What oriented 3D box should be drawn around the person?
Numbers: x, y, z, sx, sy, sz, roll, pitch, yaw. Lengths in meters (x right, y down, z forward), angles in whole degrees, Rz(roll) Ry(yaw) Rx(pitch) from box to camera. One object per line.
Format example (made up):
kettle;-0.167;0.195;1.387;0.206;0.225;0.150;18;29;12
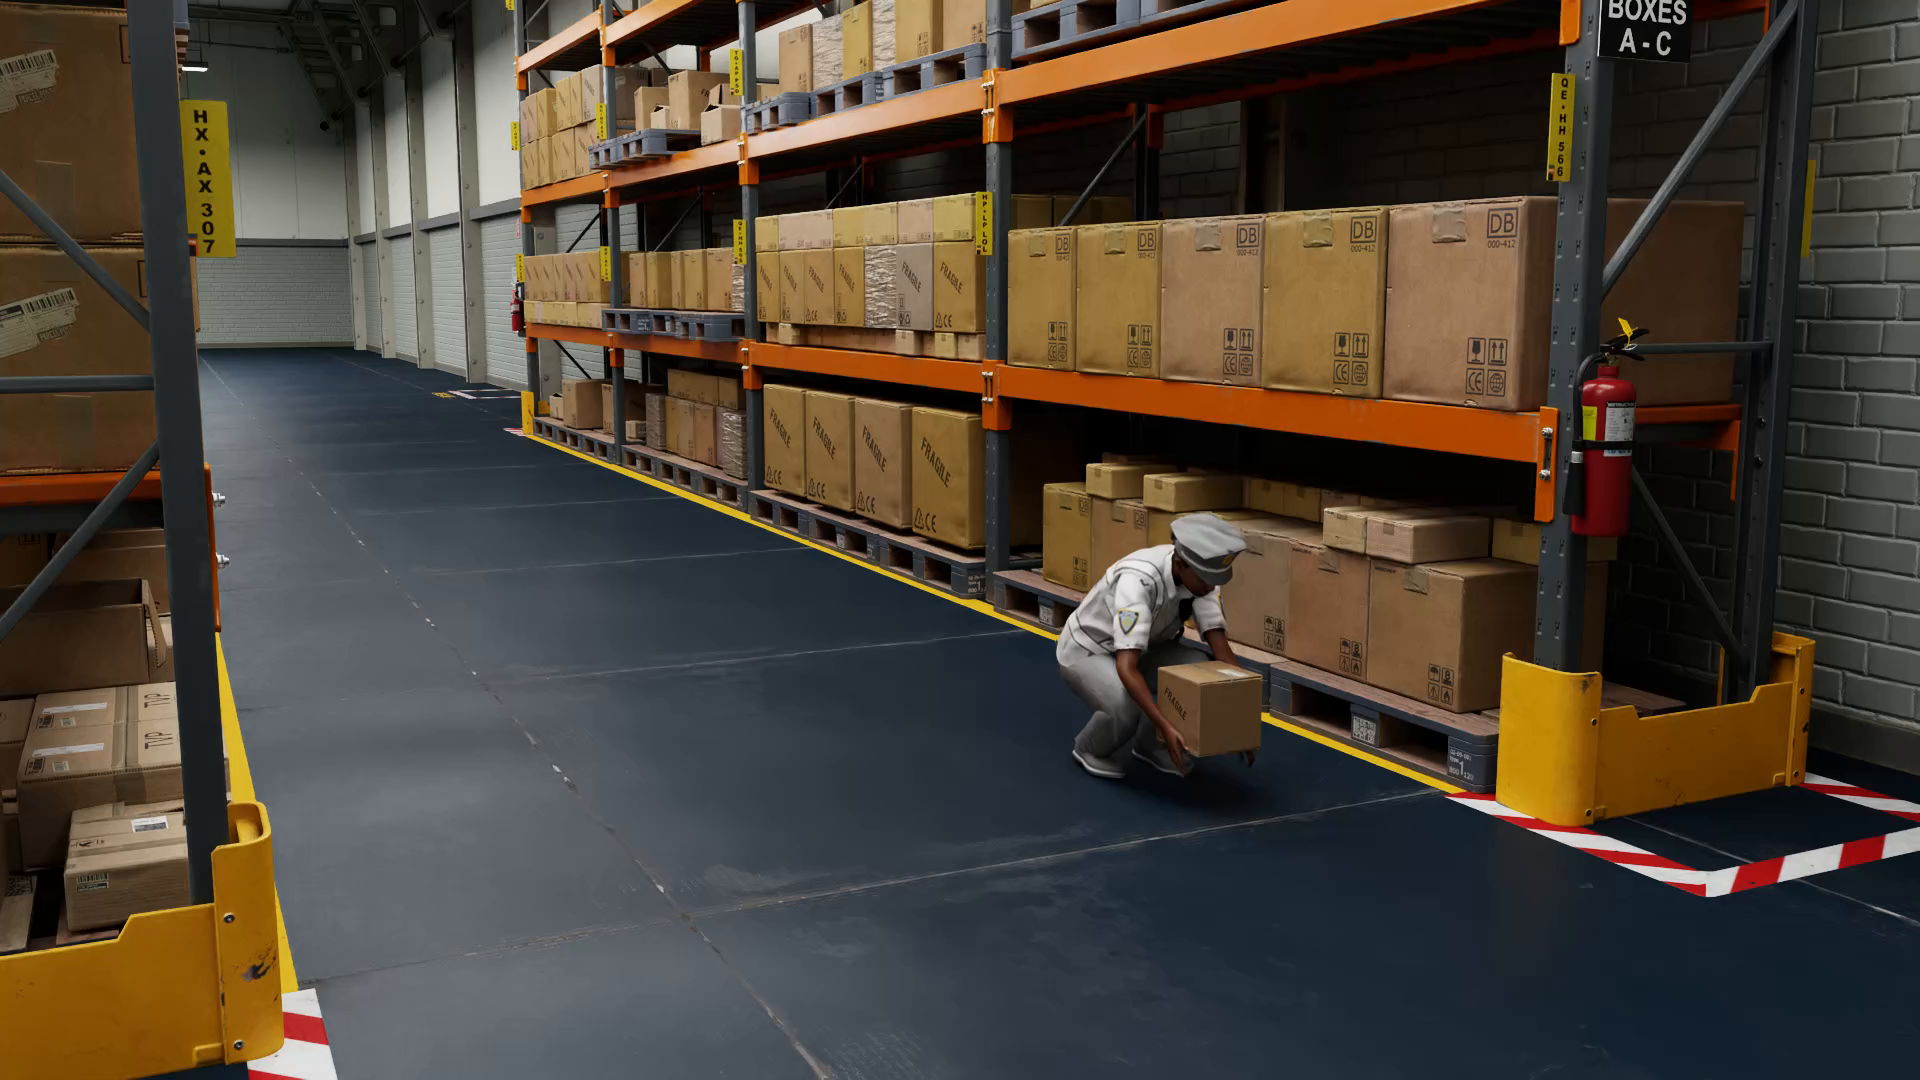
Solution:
person;0.673;0.371;5.804;0.482;0.959;0.850;-4;10;-26
